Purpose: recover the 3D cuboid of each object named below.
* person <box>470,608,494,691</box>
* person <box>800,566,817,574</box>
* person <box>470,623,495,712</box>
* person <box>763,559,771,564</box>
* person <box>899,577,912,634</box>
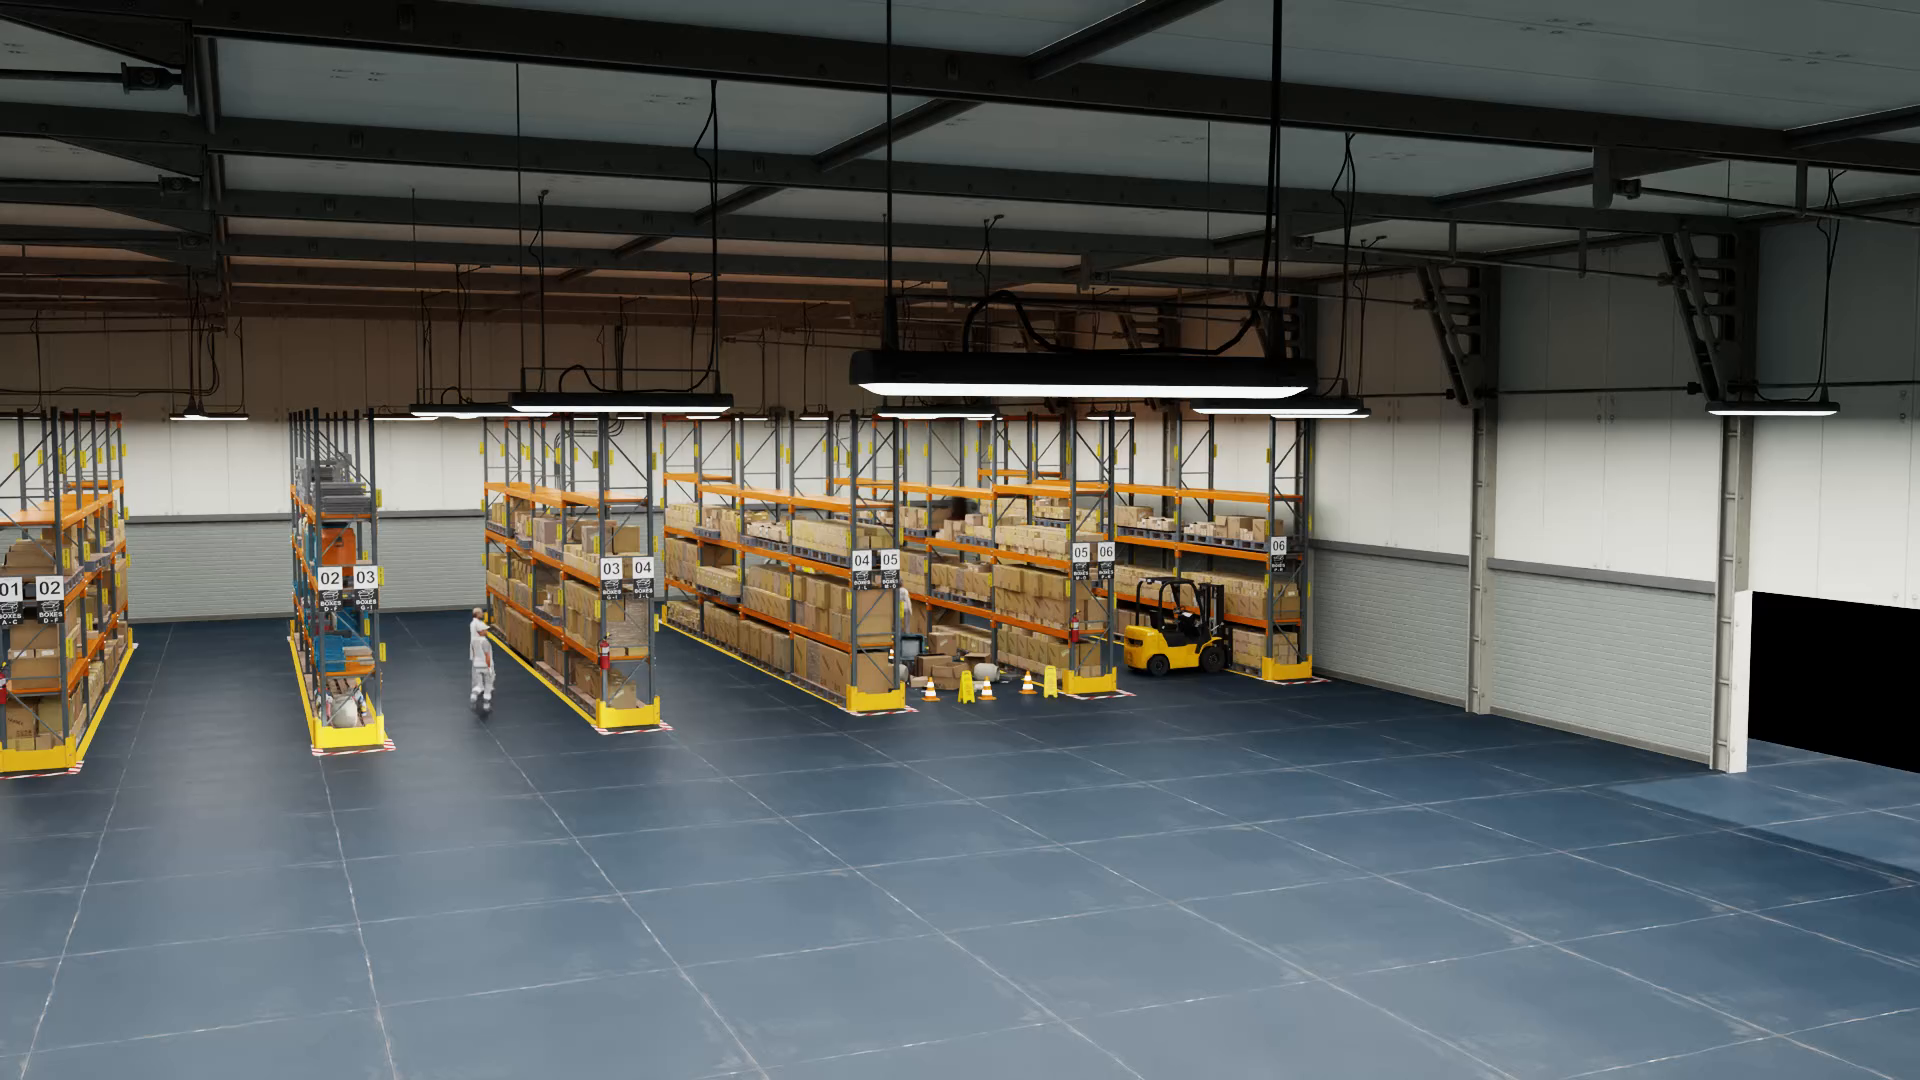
[{"bbox_3d":[-10.301,2.398,35.672,0.411,1.703,0.643,1,4,15],"label":"person"},{"bbox_3d":[-4.748,1.193,52.338,0.970,1.727,0.619,-4,5,-42],"label":"person"},{"bbox_3d":[-9.454,2.517,32.879,0.526,1.780,0.634,1,4,18],"label":"person"},{"bbox_3d":[-5.671,1.446,48.695,0.611,1.803,0.444,2,5,30],"label":"person"},{"bbox_3d":[-1.413,1.733,40.677,0.491,1.693,0.459,1,4,11],"label":"person"}]
